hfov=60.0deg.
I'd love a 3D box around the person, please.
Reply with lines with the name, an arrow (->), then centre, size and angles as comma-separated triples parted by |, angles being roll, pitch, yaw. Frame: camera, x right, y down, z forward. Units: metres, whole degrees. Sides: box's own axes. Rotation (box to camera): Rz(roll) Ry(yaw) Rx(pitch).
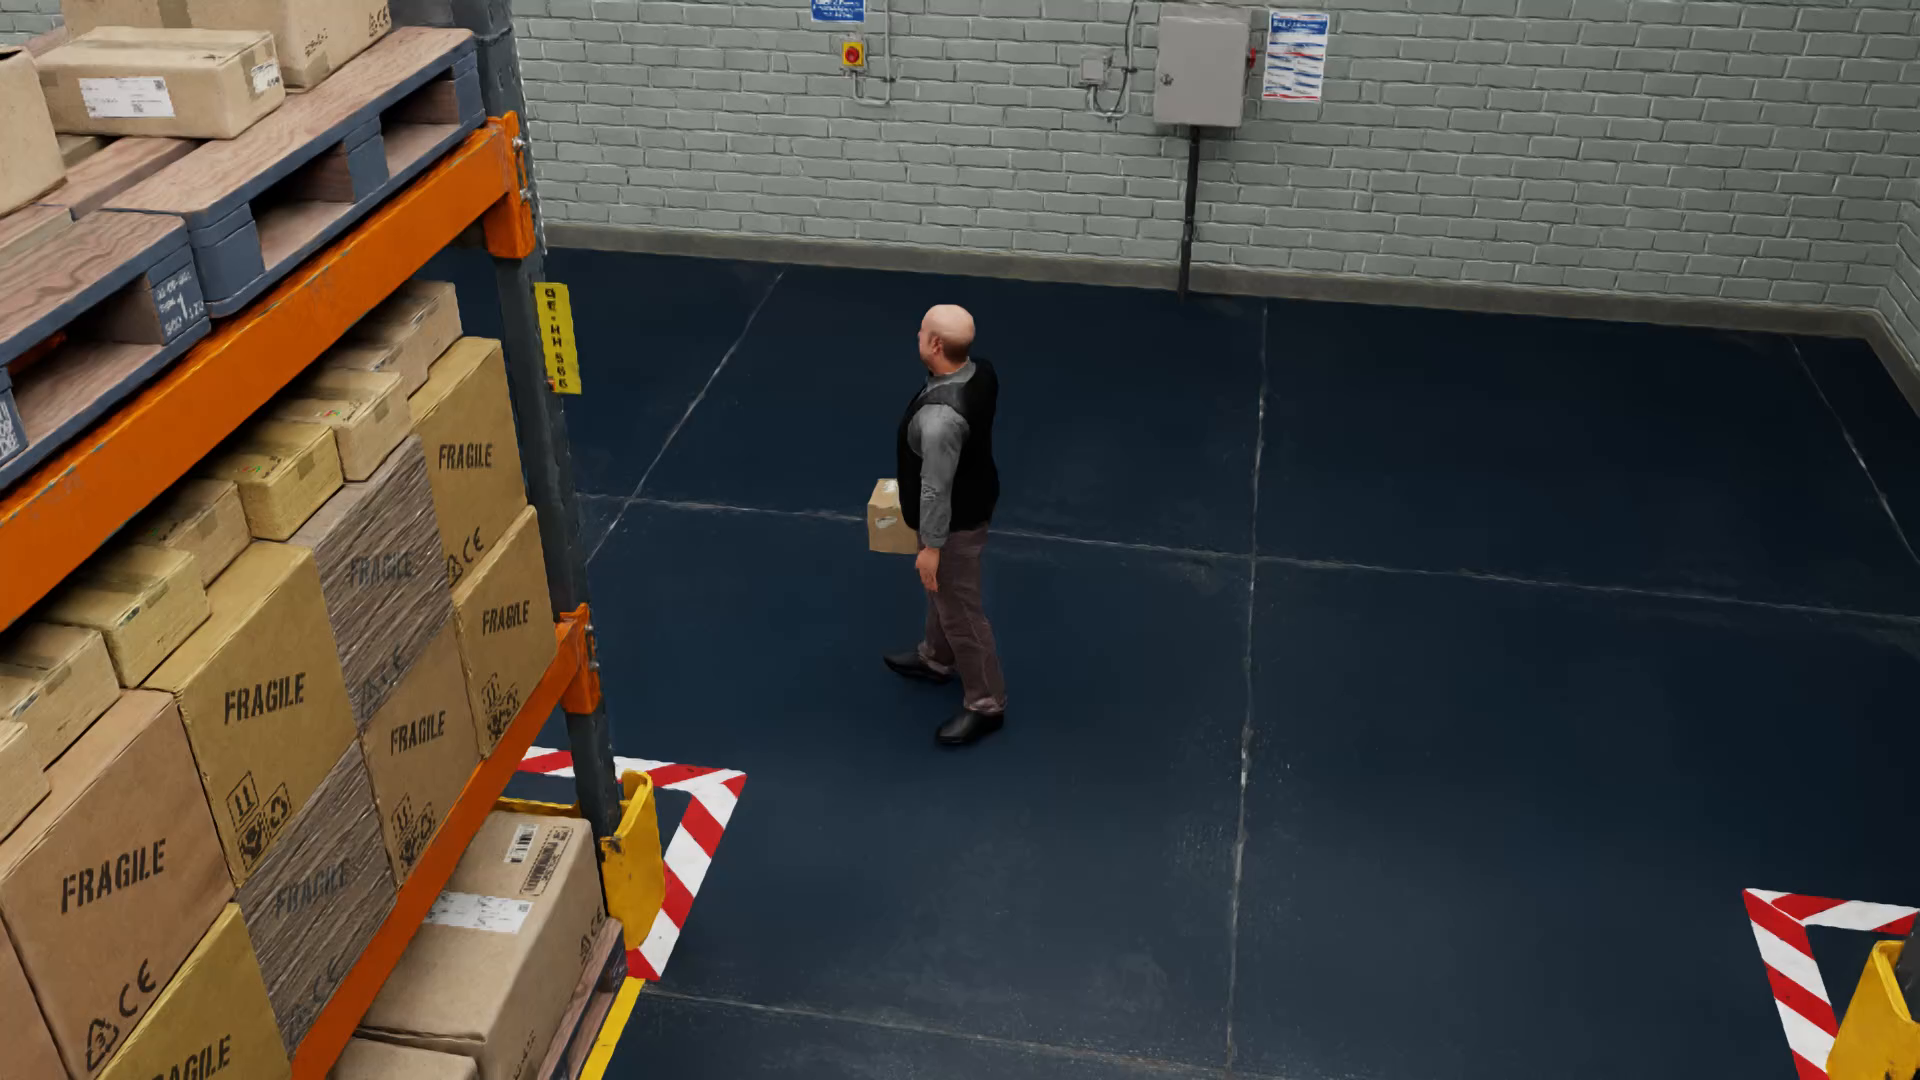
person -> -0.064, -0.107, 6.308 | 0.577, 1.722, 0.689 | 7, 33, 11
